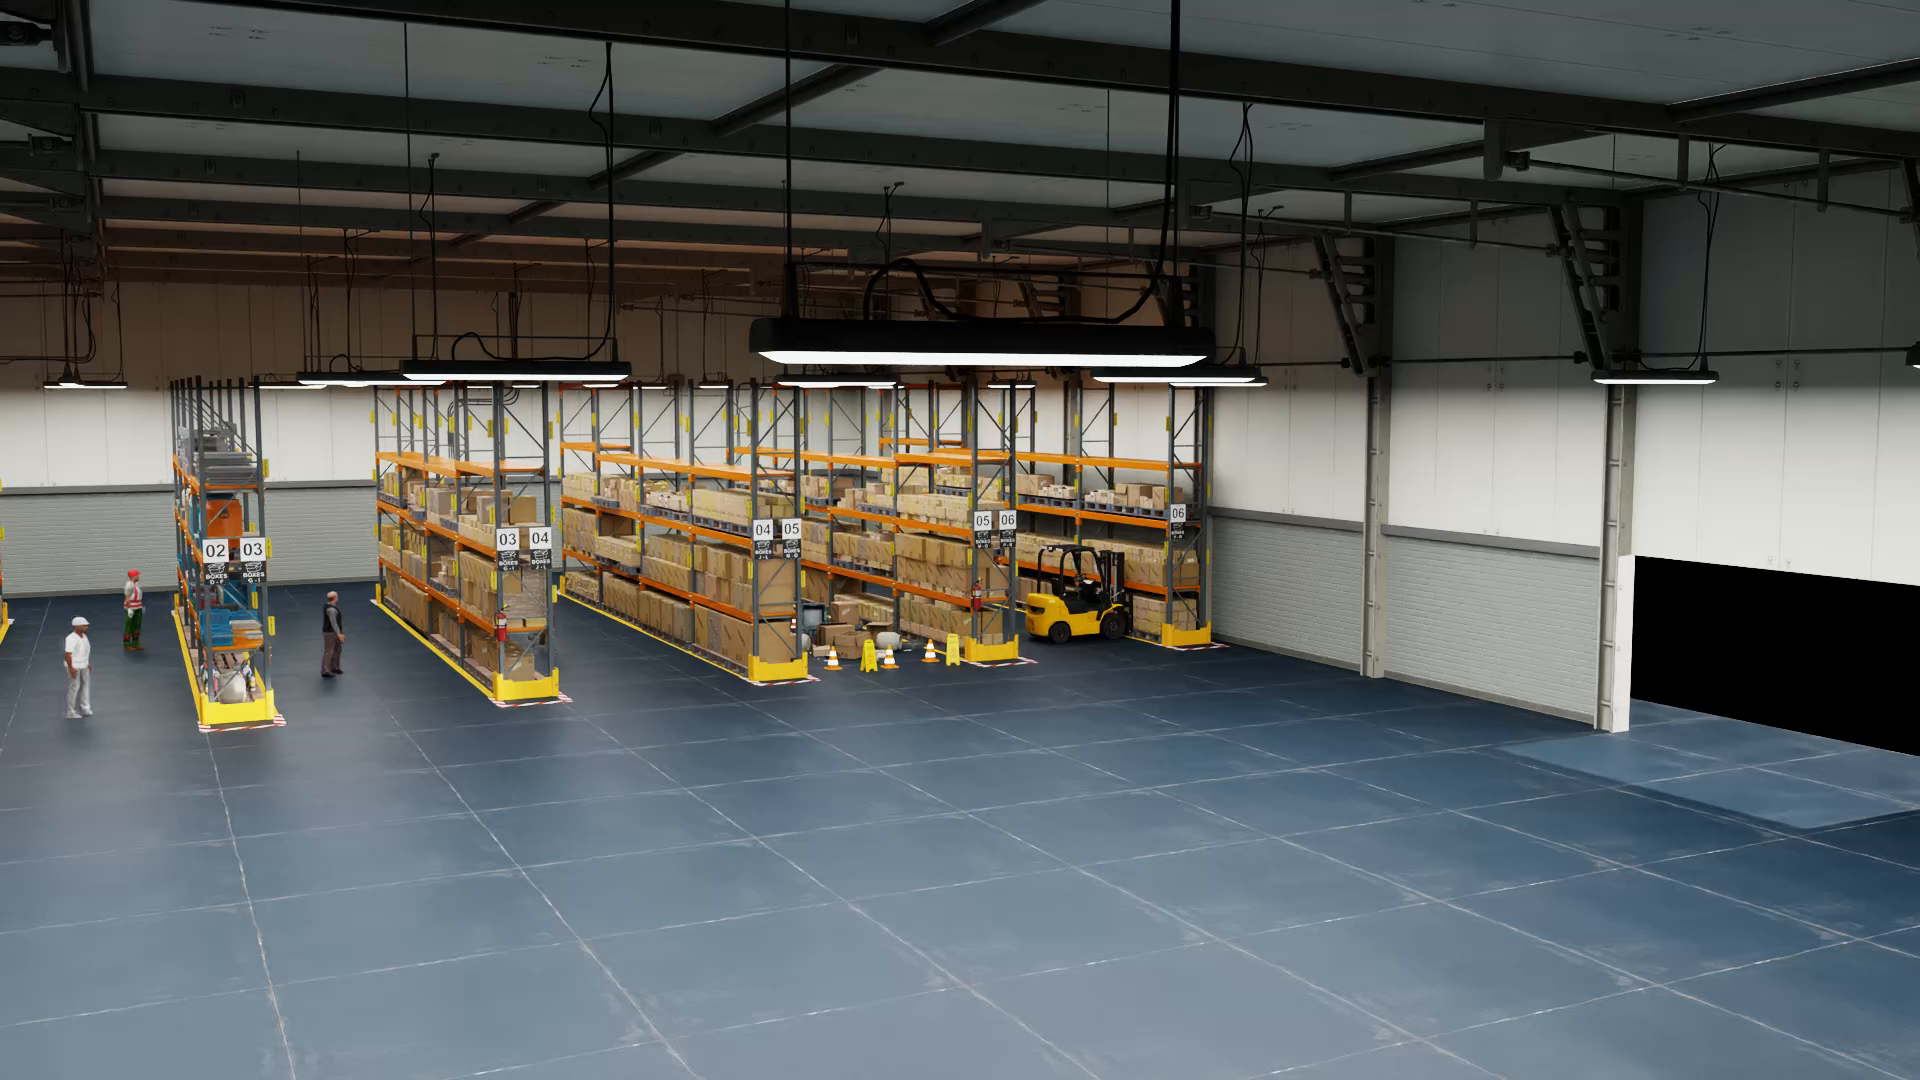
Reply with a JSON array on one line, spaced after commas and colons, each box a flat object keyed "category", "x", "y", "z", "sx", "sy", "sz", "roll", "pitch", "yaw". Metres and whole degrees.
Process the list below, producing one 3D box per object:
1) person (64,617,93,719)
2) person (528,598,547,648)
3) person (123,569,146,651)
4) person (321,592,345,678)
[{"category": "person", "x": -15.524, "y": 2.241, "z": 29.311, "sx": 0.421, "sy": 1.777, "sz": 0.659, "roll": 0, "pitch": 5, "yaw": 5}, {"category": "person", "x": -9.414, "y": 1.548, "z": 37.007, "sx": 0.541, "sy": 1.747, "sz": 0.779, "roll": 1, "pitch": 5, "yaw": 6}, {"category": "person", "x": -18.337, "y": 1.544, "z": 36.909, "sx": 0.360, "sy": 1.803, "sz": 0.599, "roll": 1, "pitch": 5, "yaw": 6}, {"category": "person", "x": -12.645, "y": 1.911, "z": 33.542, "sx": 0.496, "sy": 1.763, "sz": 0.684, "roll": -1, "pitch": 5, "yaw": -15}]
